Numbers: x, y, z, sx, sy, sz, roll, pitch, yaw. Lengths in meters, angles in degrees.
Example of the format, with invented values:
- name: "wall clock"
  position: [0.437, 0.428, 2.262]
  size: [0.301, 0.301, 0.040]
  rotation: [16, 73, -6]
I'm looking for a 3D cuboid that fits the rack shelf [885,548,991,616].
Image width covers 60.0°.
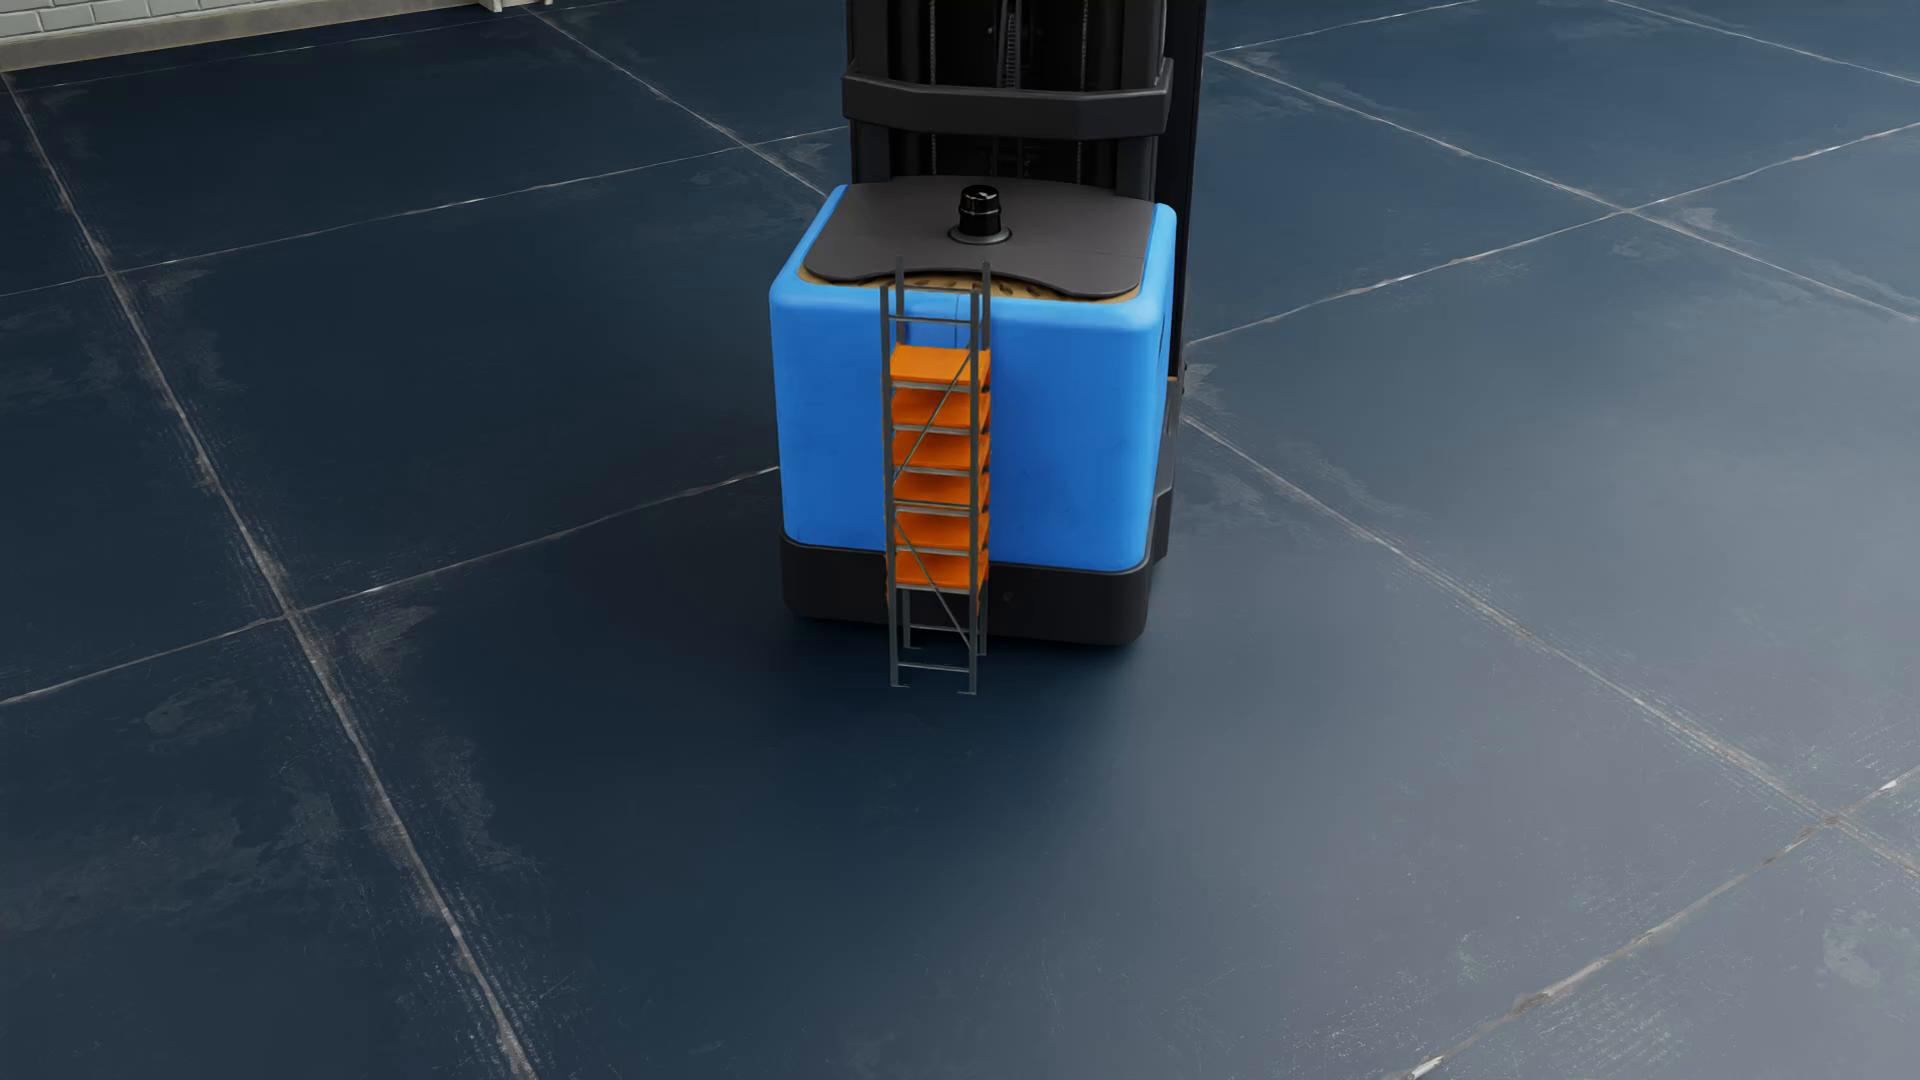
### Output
- name: "rack shelf"
  position: [-0.058, 0.102, 4.497]
  size: [0.258, 0.103, 0.180]
  rotation: [5, 33, 8]

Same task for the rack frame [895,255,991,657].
- name: "rack frame"
  position: [-0.043, -0.187, 4.421]
  size: [0.240, 1.200, 0.006]
  rotation: [5, 33, 8]

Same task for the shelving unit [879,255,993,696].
- name: "shelving unit"
  position: [-0.058, -0.139, 4.345]
  size: [0.258, 1.200, 0.189]
  rotation: [5, 33, 8]

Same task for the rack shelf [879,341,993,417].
- name: "rack shelf"
  position: [-0.058, -0.405, 4.177]
  size: [0.258, 0.103, 0.180]
  rotation: [5, 33, 8]

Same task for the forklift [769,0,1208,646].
- name: "forklift"
  position: [0.237, -1.717, 5.224]
  size: [1.130, 2.935, 3.031]
  rotation: [5, 33, 8]

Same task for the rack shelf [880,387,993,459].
- name: "rack shelf"
  position: [-0.058, -0.304, 4.241]
  size: [0.258, 0.103, 0.180]
  rotation: [5, 33, 8]

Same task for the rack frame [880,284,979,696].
- name: "rack frame"
  position: [-0.073, -0.090, 4.269]
  size: [0.240, 1.200, 0.006]
  rotation: [5, 33, 8]

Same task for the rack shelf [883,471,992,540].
- name: "rack shelf"
  position: [-0.058, -0.101, 4.369]
  size: [0.258, 0.103, 0.180]
  rotation: [5, 33, 8]

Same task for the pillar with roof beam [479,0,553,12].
- name: "pillar with roof beam"
  position: [-0.546, -5.352, 5.301]
  size: [0.400, 9.000, 9.100]
  rotation: [-19, 37, -27]

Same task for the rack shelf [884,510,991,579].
- name: "rack shelf"
  position: [-0.058, 0.001, 4.433]
  size: [0.258, 0.103, 0.180]
  rotation: [5, 33, 8]

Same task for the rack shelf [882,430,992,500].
- name: "rack shelf"
  position: [-0.058, -0.202, 4.305]
  size: [0.258, 0.103, 0.180]
  rotation: [5, 33, 8]
